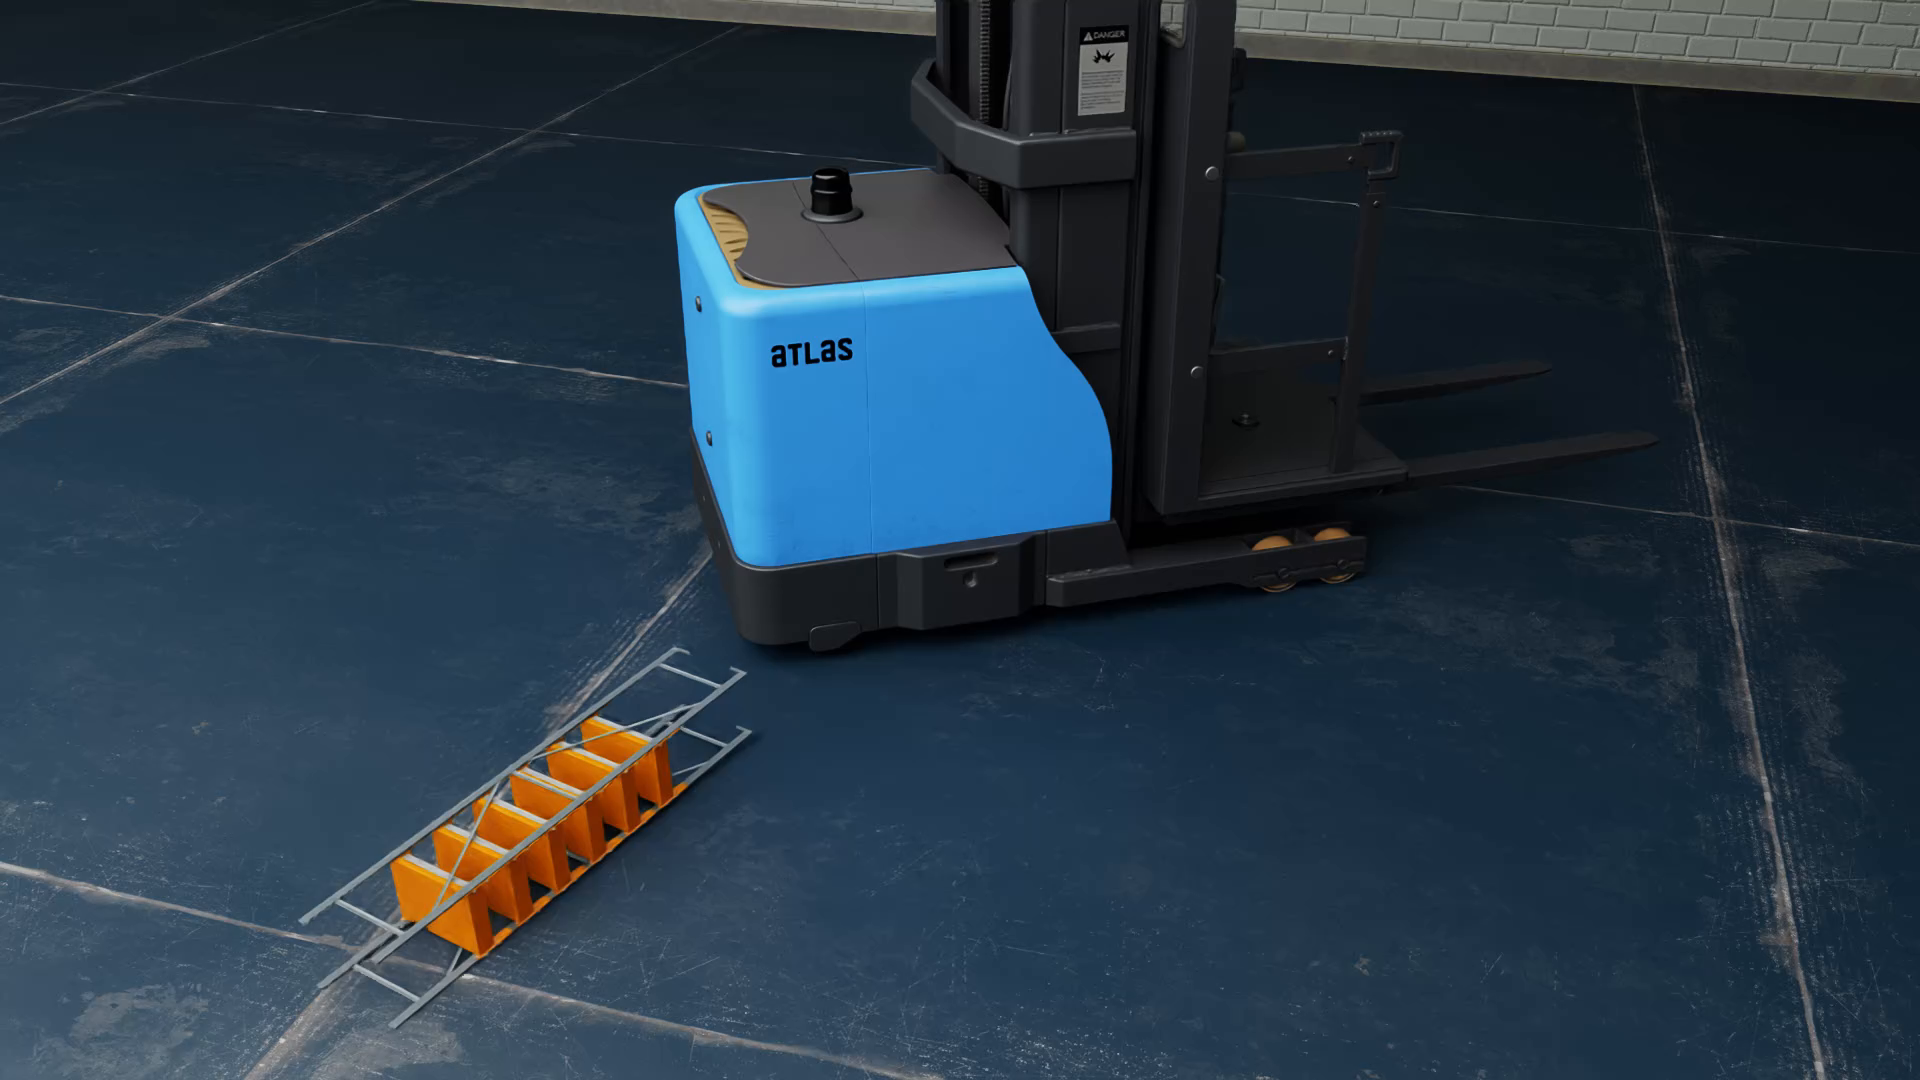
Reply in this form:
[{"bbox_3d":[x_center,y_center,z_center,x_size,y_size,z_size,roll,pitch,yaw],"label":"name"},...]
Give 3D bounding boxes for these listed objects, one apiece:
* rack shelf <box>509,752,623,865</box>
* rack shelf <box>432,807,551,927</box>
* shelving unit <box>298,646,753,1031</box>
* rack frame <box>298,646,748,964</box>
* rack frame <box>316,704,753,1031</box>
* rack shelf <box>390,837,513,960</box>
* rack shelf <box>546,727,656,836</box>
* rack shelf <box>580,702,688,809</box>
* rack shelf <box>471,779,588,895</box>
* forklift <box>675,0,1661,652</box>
[{"bbox_3d":[-0.931,0.625,3.911,0.258,0.180,0.103,16,34,28],"label":"rack shelf"},{"bbox_3d":[-1.057,0.727,3.734,0.258,0.180,0.103,16,34,28],"label":"rack shelf"},{"bbox_3d":[-0.954,0.644,3.879,0.258,0.189,1.200,16,34,28],"label":"shelving unit"},{"bbox_3d":[-0.955,0.565,3.834,0.240,0.006,1.200,16,34,28],"label":"rack frame"},{"bbox_3d":[-0.953,0.724,3.924,0.240,0.006,1.200,16,34,28],"label":"rack frame"},{"bbox_3d":[-1.119,0.779,3.646,0.258,0.180,0.103,16,34,28],"label":"rack shelf"},{"bbox_3d":[-0.868,0.574,4.000,0.258,0.180,0.103,16,34,28],"label":"rack shelf"},{"bbox_3d":[-0.805,0.523,4.088,0.258,0.180,0.103,16,34,28],"label":"rack shelf"},{"bbox_3d":[-0.994,0.676,3.823,0.258,0.180,0.103,16,34,28],"label":"rack shelf"},{"bbox_3d":[0.721,-1.363,4.684,3.031,2.935,1.130,-8,30,-14],"label":"forklift"}]
